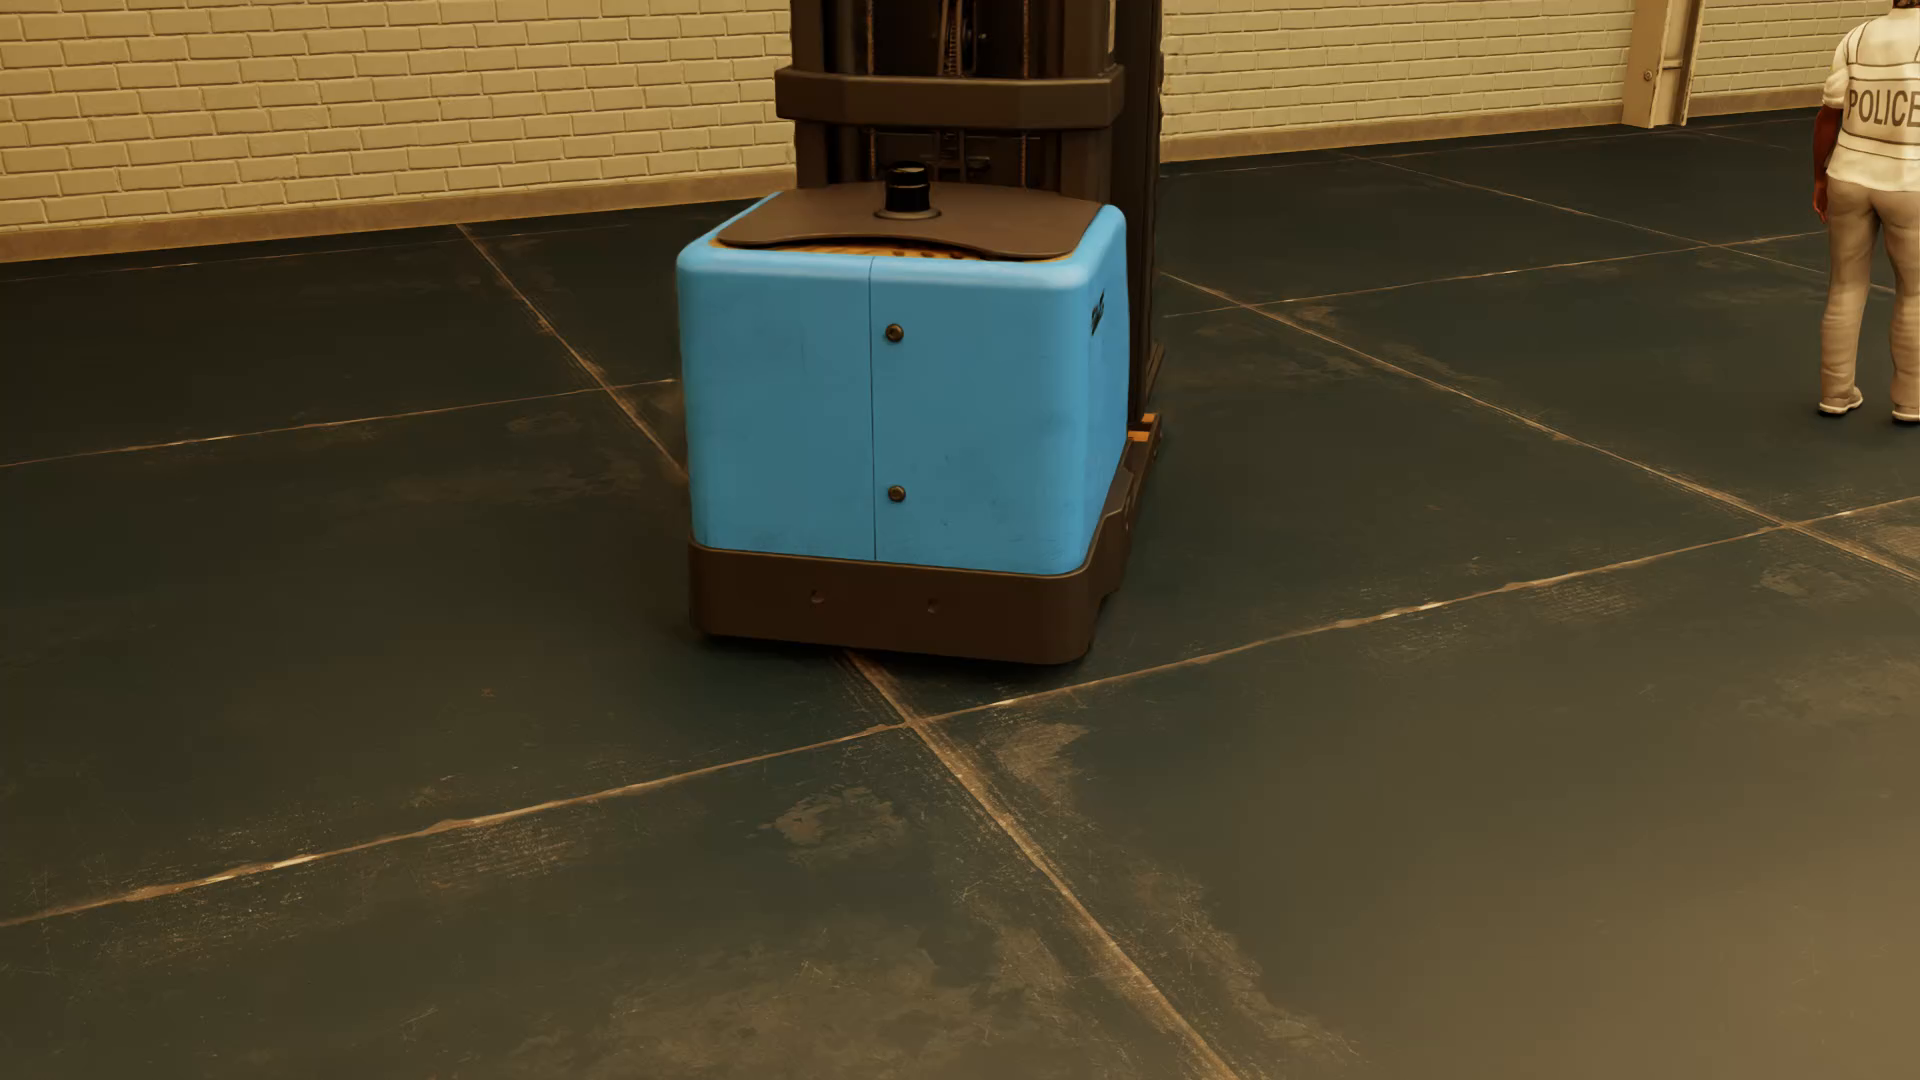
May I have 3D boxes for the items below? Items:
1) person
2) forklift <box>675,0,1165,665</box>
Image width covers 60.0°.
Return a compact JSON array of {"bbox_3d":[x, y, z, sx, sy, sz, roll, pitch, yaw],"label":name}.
[{"bbox_3d":[3.352,-1.271,5.939,0.529,1.696,0.568,-18,29,-37],"label":"person"},{"bbox_3d":[0.091,-1.576,5.079,1.130,2.935,3.031,5,23,11],"label":"forklift"}]
